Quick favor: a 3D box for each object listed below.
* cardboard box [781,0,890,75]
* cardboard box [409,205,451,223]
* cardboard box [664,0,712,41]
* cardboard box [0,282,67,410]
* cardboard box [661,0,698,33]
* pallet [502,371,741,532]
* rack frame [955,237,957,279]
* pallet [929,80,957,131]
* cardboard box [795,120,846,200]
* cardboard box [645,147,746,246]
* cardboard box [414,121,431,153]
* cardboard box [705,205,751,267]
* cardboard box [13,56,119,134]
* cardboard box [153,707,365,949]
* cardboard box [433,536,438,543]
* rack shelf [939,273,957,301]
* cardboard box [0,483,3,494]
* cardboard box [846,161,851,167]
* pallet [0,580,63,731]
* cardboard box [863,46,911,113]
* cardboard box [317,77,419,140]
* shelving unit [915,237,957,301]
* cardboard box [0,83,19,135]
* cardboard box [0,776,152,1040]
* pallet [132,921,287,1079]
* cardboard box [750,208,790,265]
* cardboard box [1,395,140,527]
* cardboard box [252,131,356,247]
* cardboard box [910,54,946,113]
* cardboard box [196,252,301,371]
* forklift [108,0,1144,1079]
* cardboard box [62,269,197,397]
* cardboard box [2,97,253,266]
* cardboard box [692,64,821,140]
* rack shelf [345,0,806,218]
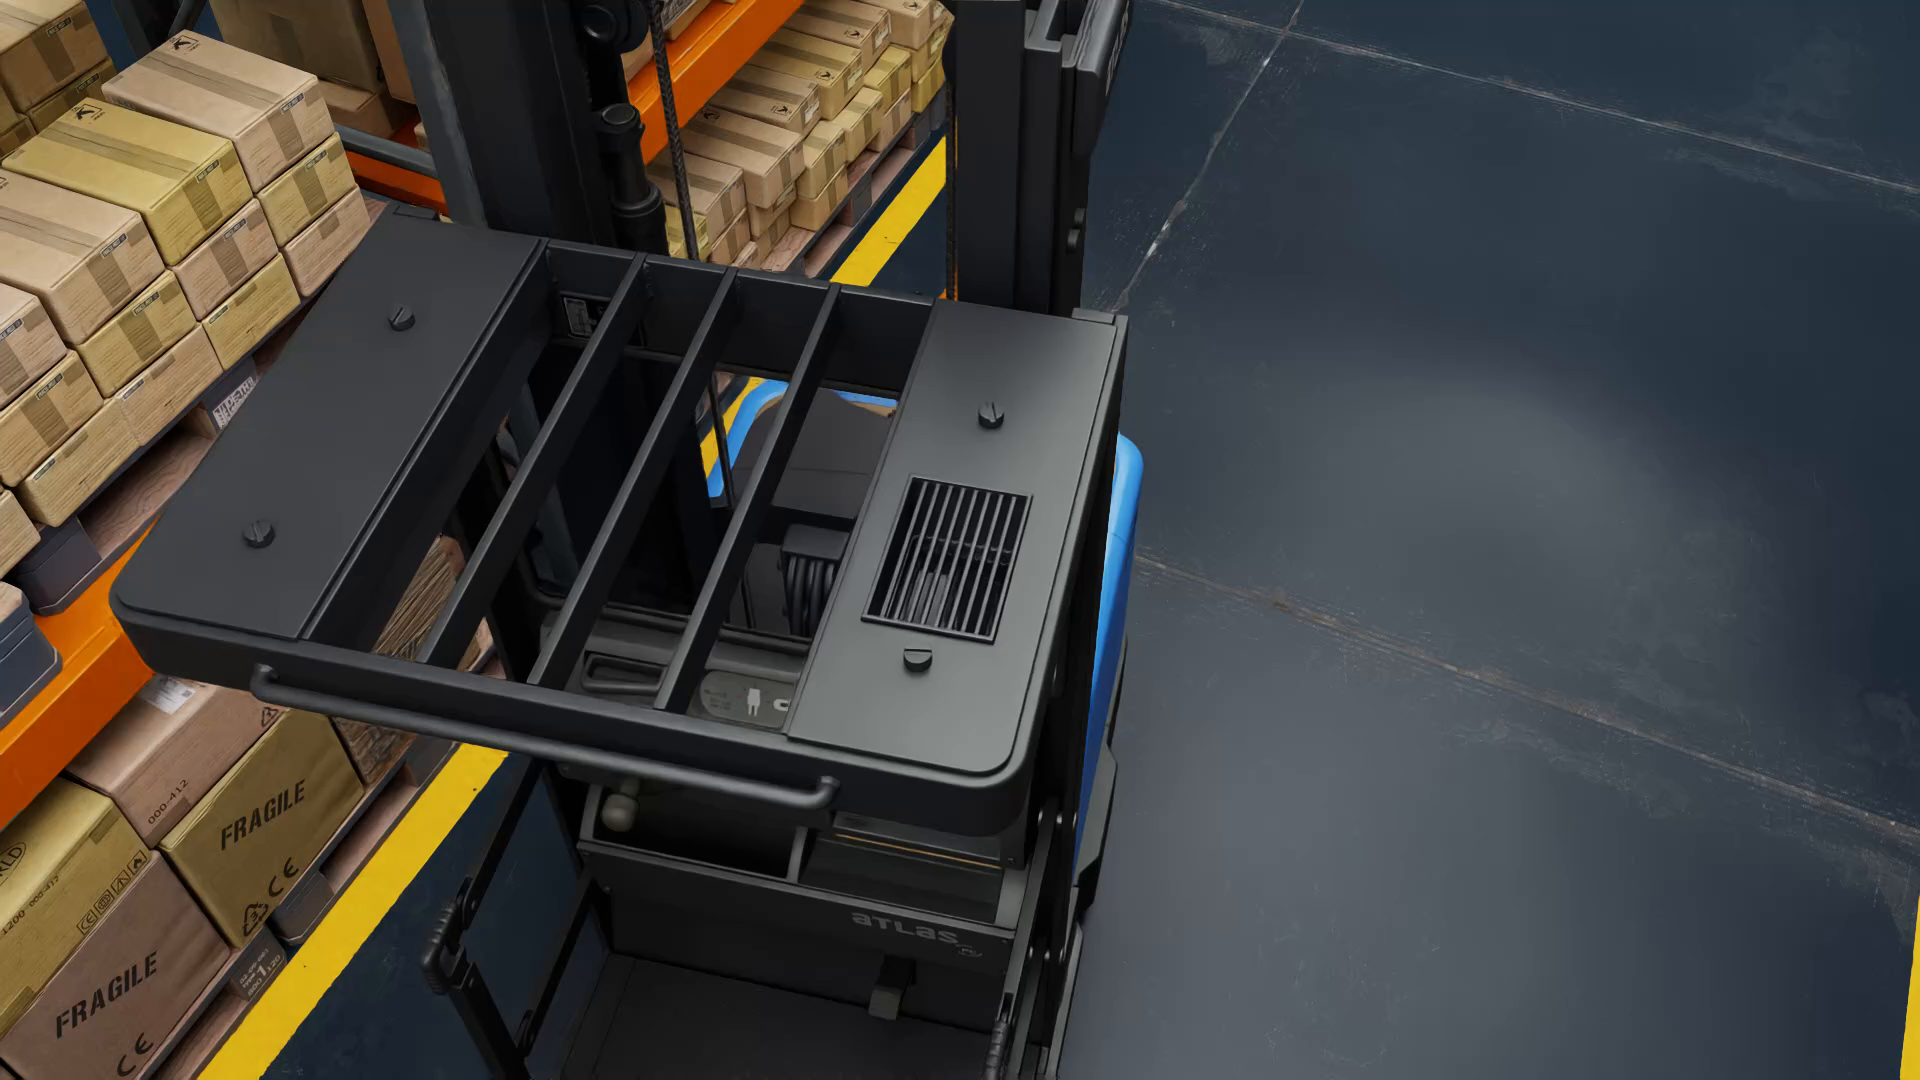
[{"bbox_3d":[-0.480,-1.848,6.058,0.380,0.149,0.250,18,52,15],"label":"cardboard box"},{"bbox_3d":[-1.601,-0.939,5.285,0.380,0.149,0.250,20,53,17],"label":"cardboard box"},{"bbox_3d":[-0.943,-1.611,4.816,0.380,0.149,0.250,18,52,14],"label":"cardboard box"},{"bbox_3d":[-1.924,-0.380,3.102,0.380,0.149,0.250,20,52,16],"label":"cardboard box"},{"bbox_3d":[-0.947,-1.747,4.506,0.500,0.500,0.500,20,52,16],"label":"cardboard box"},{"bbox_3d":[-1.336,-0.586,5.610,1.003,0.211,1.213,20,52,16],"label":"pallet"},{"bbox_3d":[0.075,-0.461,4.953,0.200,1.050,0.008,20,52,16],"label":"rack frame"},{"bbox_3d":[-0.294,-2.266,7.040,1.003,0.211,1.213,20,52,16],"label":"pallet"},{"bbox_3d":[-0.627,-1.373,5.849,0.380,0.149,0.250,19,52,16],"label":"cardboard box"},{"bbox_3d":[-0.931,-1.138,5.454,0.380,0.149,0.250,19,52,15],"label":"cardboard box"},{"bbox_3d":[-1.174,-1.023,4.316,0.380,0.149,0.250,22,53,17],"label":"cardboard box"},{"bbox_3d":[-0.931,-1.038,5.564,0.380,0.149,0.250,17,52,14],"label":"cardboard box"},{"bbox_3d":[-2.175,-1.045,3.864,0.380,0.149,0.250,21,53,17],"label":"cardboard box"},{"bbox_3d":[-1.899,0.603,4.133,0.500,0.500,0.500,19,52,15],"label":"cardboard box"},{"bbox_3d":[-1.681,0.010,4.145,0.500,0.250,0.500,19,52,15],"label":"cardboard box"},{"bbox_3d":[0.023,-0.554,4.673,0.215,0.259,0.240,20,52,16],"label":"rack shelf"},{"bbox_3d":[-2.028,-0.108,3.067,0.380,0.149,0.250,17,52,14],"label":"cardboard box"},{"bbox_3d":[-0.585,-1.486,6.141,0.380,0.149,0.250,21,53,17],"label":"cardboard box"},{"bbox_3d":[-2.491,0.424,3.045,1.003,0.211,1.213,20,52,16],"label":"pallet"},{"bbox_3d":[-0.406,-1.733,6.156,0.380,0.149,0.250,22,53,18],"label":"cardboard box"},{"bbox_3d":[-1.681,-1.207,4.473,0.380,0.149,0.250,19,52,16],"label":"cardboard box"},{"bbox_3d":[0.023,-0.377,4.882,0.215,1.050,0.252,20,52,16],"label":"shelving unit"},{"bbox_3d":[-2.289,-0.947,3.585,0.380,0.149,0.250,21,53,17],"label":"cardboard box"},{"bbox_3d":[-2.126,0.729,3.534,0.500,0.250,0.500,18,52,14],"label":"cardboard box"},{"bbox_3d":[-2.442,1.268,4.033,1.003,0.211,1.213,20,52,16],"label":"pallet"},{"bbox_3d":[-0.826,-1.133,5.841,0.380,0.149,0.250,18,52,15],"label":"cardboard box"},{"bbox_3d":[-1.908,-0.210,3.348,0.380,0.149,0.250,17,52,14],"label":"cardboard box"},{"bbox_3d":[-1.583,-0.829,3.679,0.380,0.149,0.250,21,53,17],"label":"cardboard box"},{"bbox_3d":[-0.274,-1.818,6.423,0.380,0.149,0.250,18,52,14],"label":"cardboard box"},{"bbox_3d":[-1.692,-0.553,3.640,0.380,0.149,0.250,20,53,16],"label":"cardboard box"},{"bbox_3d":[-0.367,0.498,2.901,1.130,2.935,3.031,10,50,8],"label":"forklift"},{"bbox_3d":[-1.803,-0.477,3.380,0.380,0.149,0.250,22,53,18],"label":"cardboard box"},{"bbox_3d":[-1.700,-0.738,3.407,0.380,0.149,0.250,18,52,15],"label":"cardboard box"},{"bbox_3d":[-0.707,-1.501,5.763,0.380,0.149,0.250,18,52,15],"label":"cardboard box"},{"bbox_3d":[-0.737,-2.160,5.591,1.077,0.370,4.000,20,52,16],"label":"rack shelf"}]
